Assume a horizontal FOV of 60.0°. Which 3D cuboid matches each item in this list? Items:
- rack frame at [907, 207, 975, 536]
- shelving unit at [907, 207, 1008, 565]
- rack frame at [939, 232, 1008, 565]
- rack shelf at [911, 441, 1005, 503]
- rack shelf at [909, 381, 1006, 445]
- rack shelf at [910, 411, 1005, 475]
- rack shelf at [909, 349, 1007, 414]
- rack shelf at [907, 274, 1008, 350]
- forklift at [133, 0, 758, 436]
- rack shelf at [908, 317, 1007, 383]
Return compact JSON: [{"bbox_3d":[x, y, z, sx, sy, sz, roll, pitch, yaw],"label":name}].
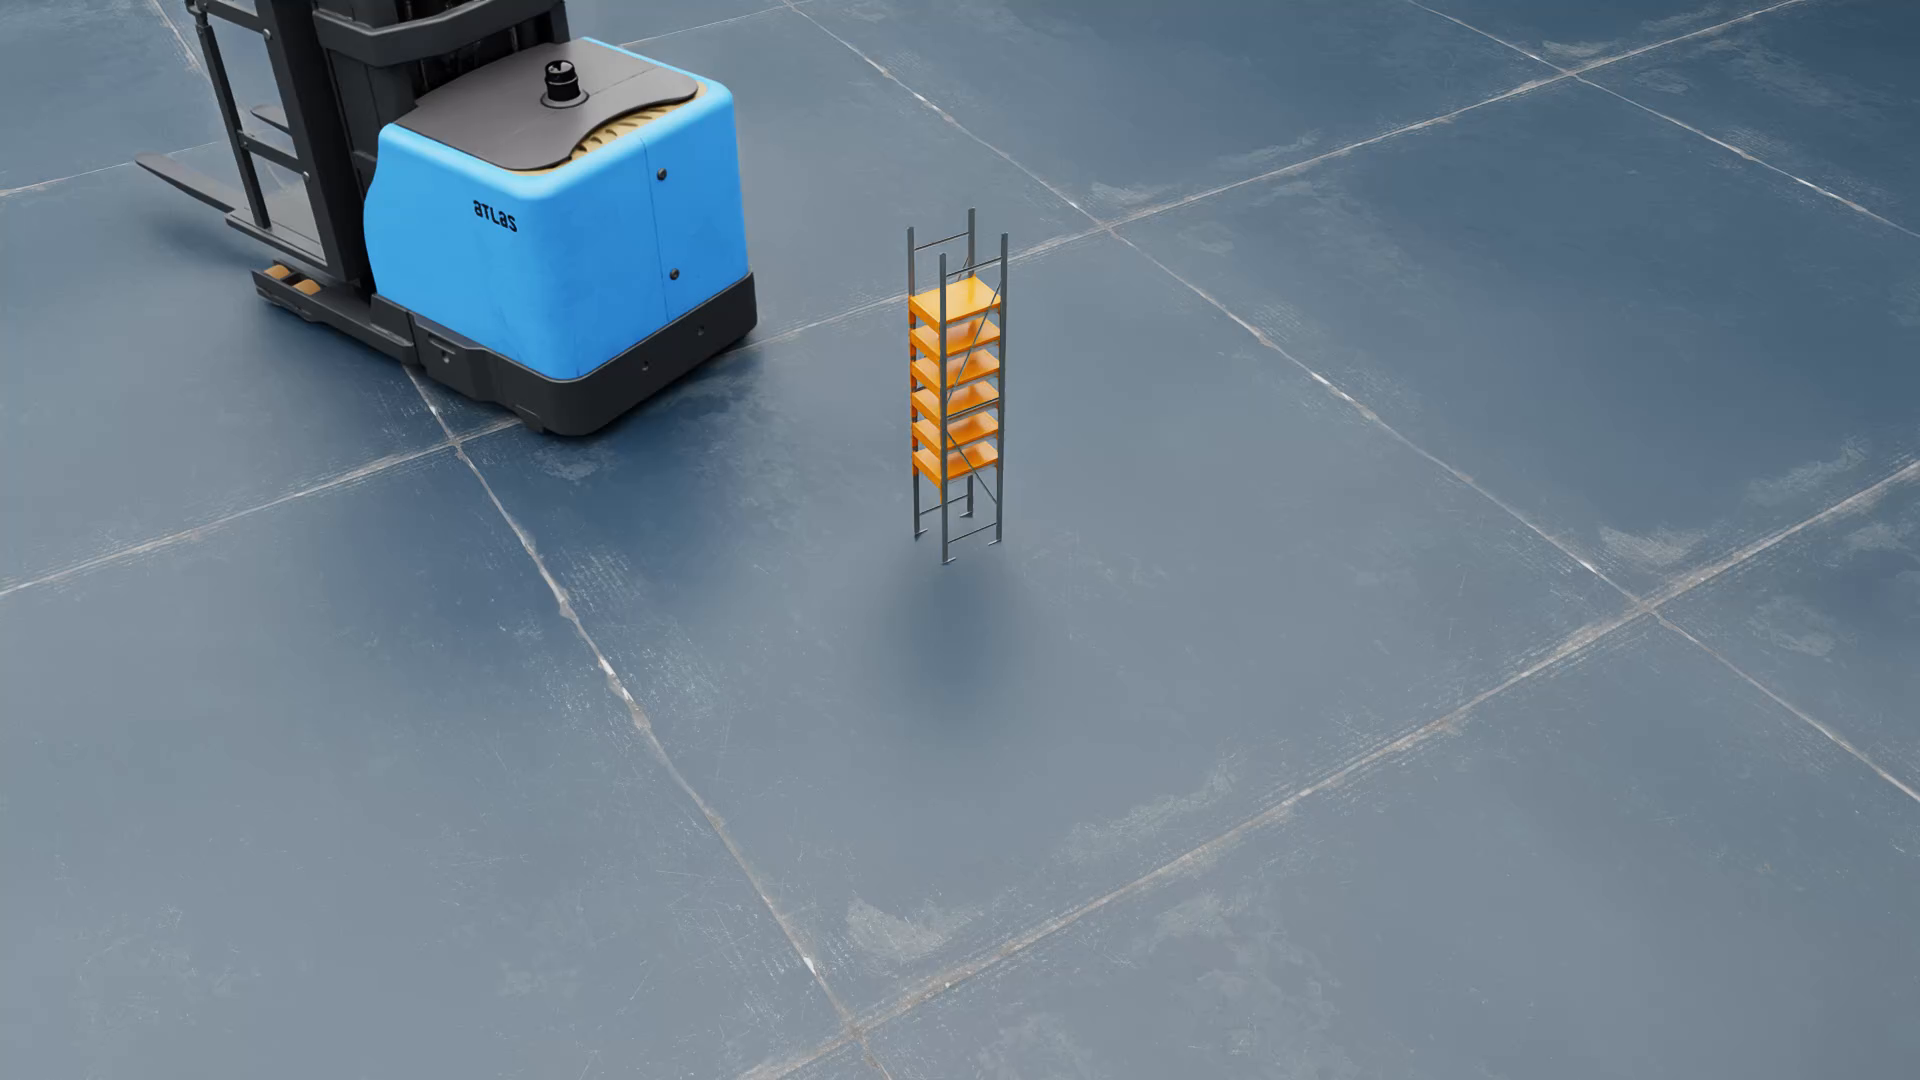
[{"bbox_3d":[-0.057,-0.518,5.435,0.240,1.200,0.006,-22,45,-24],"label":"rack frame"},{"bbox_3d":[-0.008,-0.469,5.375,0.258,1.200,0.189,-22,45,-24],"label":"shelving unit"},{"bbox_3d":[0.041,-0.419,5.316,0.240,1.200,0.006,-22,45,-24],"label":"rack frame"},{"bbox_3d":[-0.008,-0.250,5.557,0.258,0.103,0.180,-22,45,-24],"label":"rack shelf"},{"bbox_3d":[-0.008,-0.435,5.404,0.258,0.103,0.180,-22,45,-24],"label":"rack shelf"},{"bbox_3d":[-0.008,-0.342,5.481,0.258,0.103,0.180,-22,45,-24],"label":"rack shelf"},{"bbox_3d":[-0.008,-0.527,5.327,0.258,0.103,0.180,-22,45,-24],"label":"rack shelf"},{"bbox_3d":[-0.008,-0.711,5.173,0.258,0.103,0.180,-22,45,-24],"label":"rack shelf"},{"bbox_3d":[-2.301,-2.270,6.185,3.031,2.935,1.130,25,46,27],"label":"forklift"},{"bbox_3d":[-0.008,-0.619,5.250,0.258,0.103,0.180,-22,45,-24],"label":"rack shelf"}]
